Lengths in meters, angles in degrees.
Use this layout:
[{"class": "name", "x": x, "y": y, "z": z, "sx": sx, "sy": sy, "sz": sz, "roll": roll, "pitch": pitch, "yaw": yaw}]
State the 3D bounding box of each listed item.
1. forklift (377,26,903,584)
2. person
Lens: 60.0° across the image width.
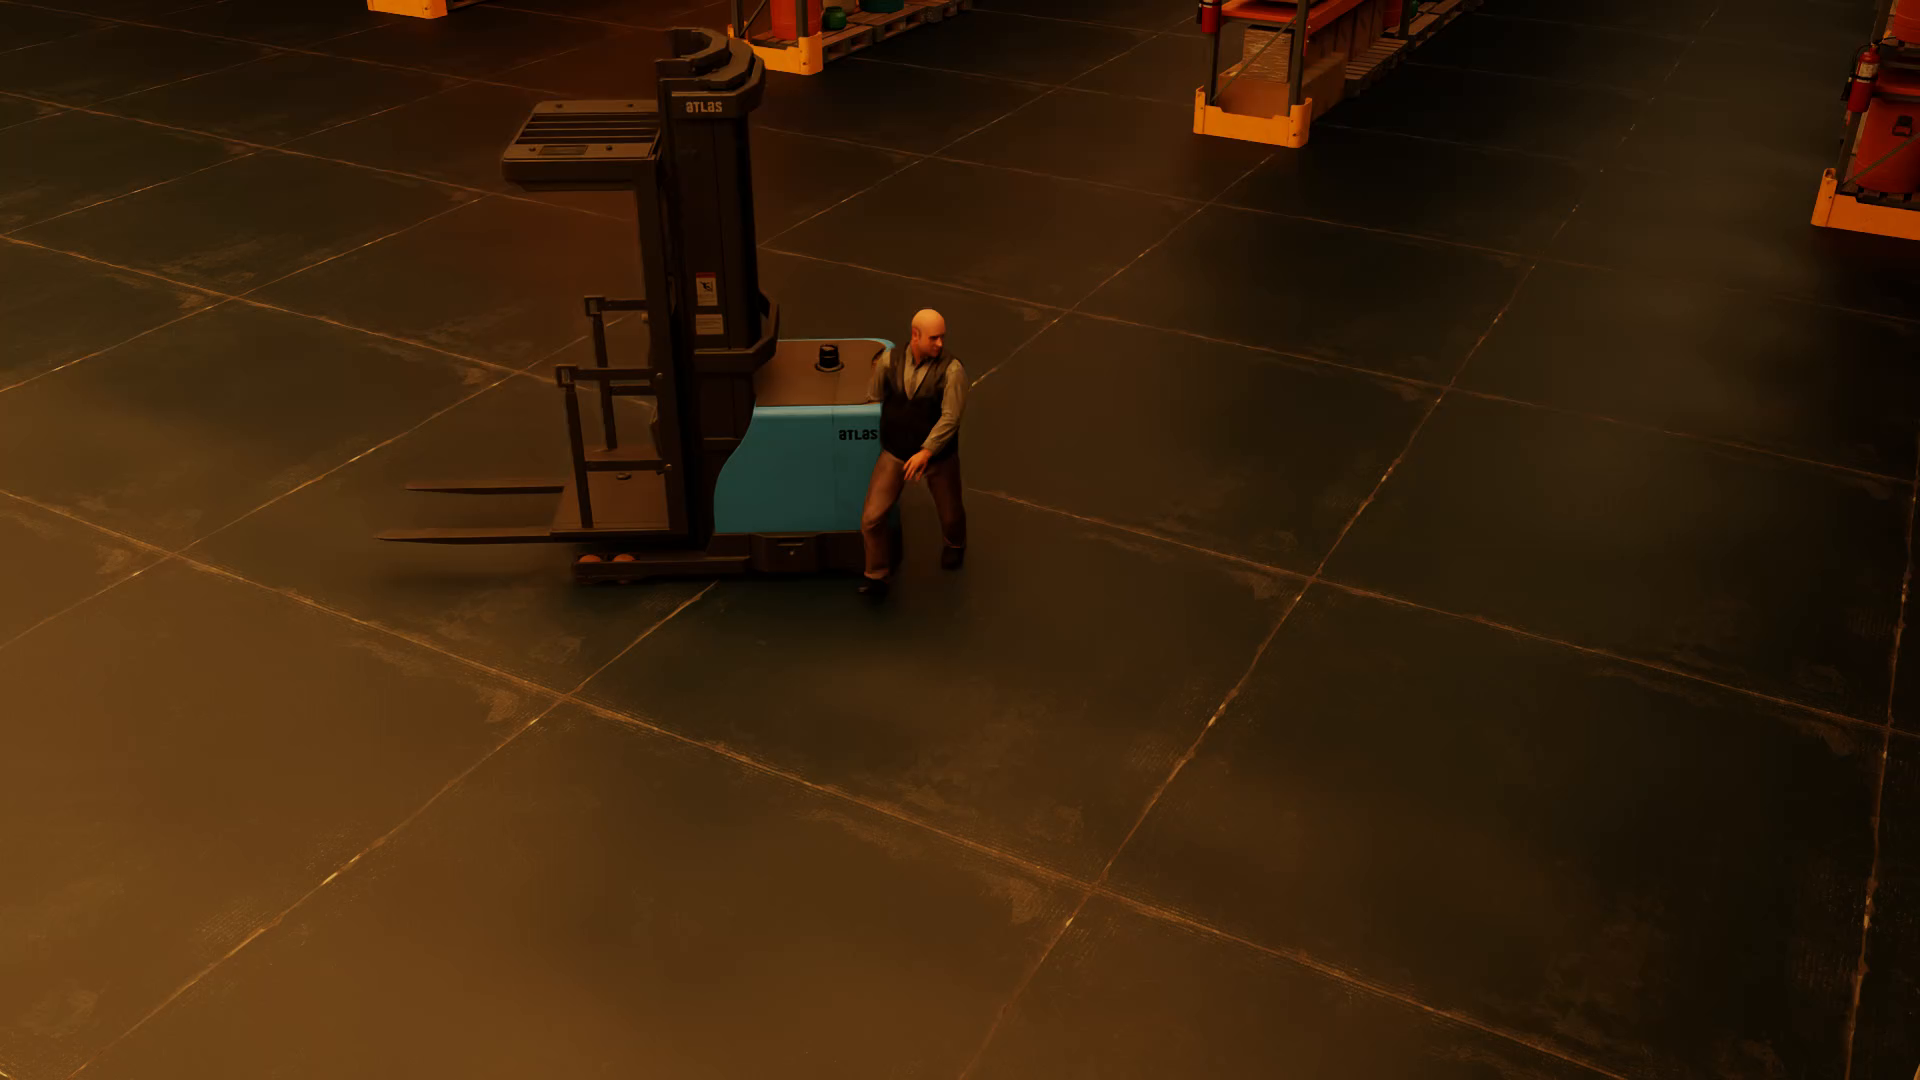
[{"class": "forklift", "x": -1.863, "y": -1.285, "z": 9.297, "sx": 3.031, "sy": 2.935, "sz": 1.130, "roll": -1, "pitch": 30, "yaw": -2}, {"class": "person", "x": -0.290, "y": -0.484, "z": 9.222, "sx": 0.684, "sy": 1.656, "sz": 0.831, "roll": 5, "pitch": 30, "yaw": 9}]
